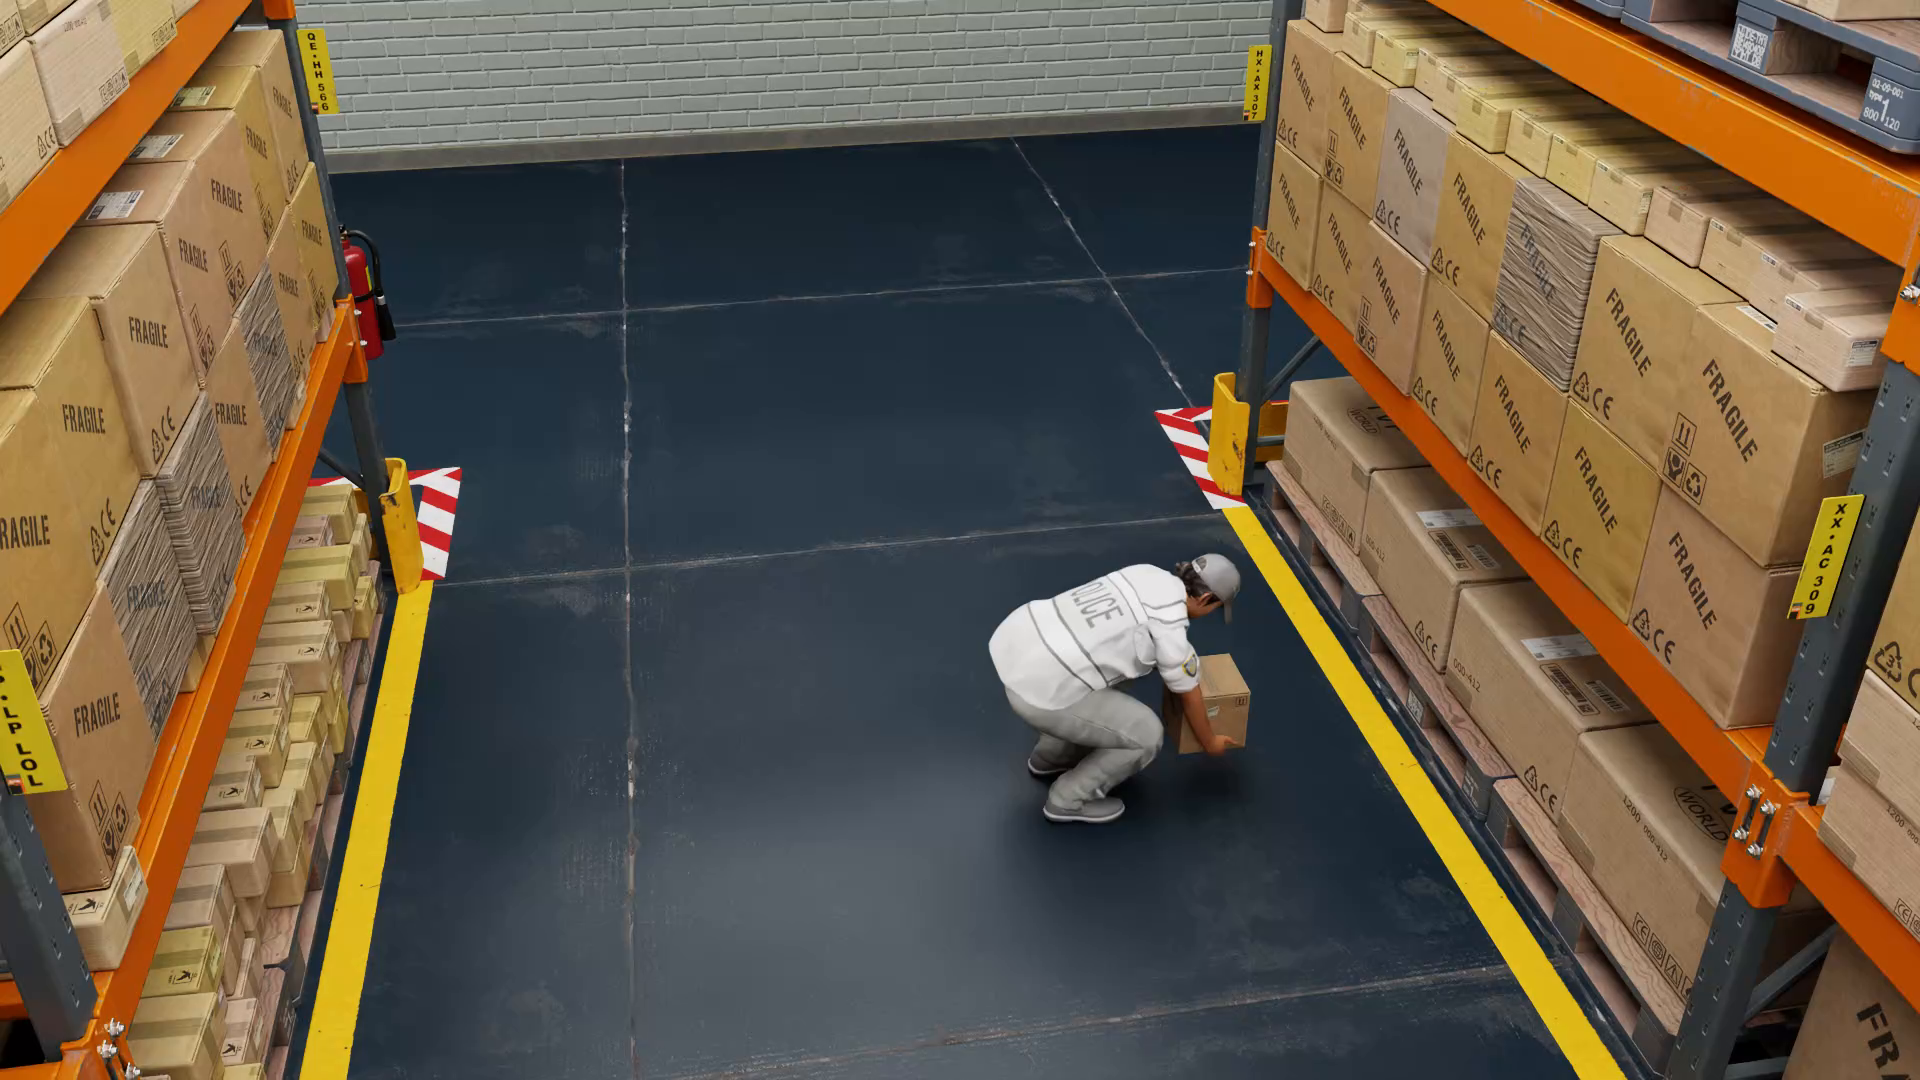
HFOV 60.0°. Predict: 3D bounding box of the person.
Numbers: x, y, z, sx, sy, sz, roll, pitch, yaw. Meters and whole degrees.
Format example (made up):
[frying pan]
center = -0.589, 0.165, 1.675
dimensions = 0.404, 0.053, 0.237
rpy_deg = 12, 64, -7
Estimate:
[person]
center = 0.558, 0.515, 5.983
dimensions = 0.902, 0.940, 0.517
rpy_deg = -6, 31, -10
